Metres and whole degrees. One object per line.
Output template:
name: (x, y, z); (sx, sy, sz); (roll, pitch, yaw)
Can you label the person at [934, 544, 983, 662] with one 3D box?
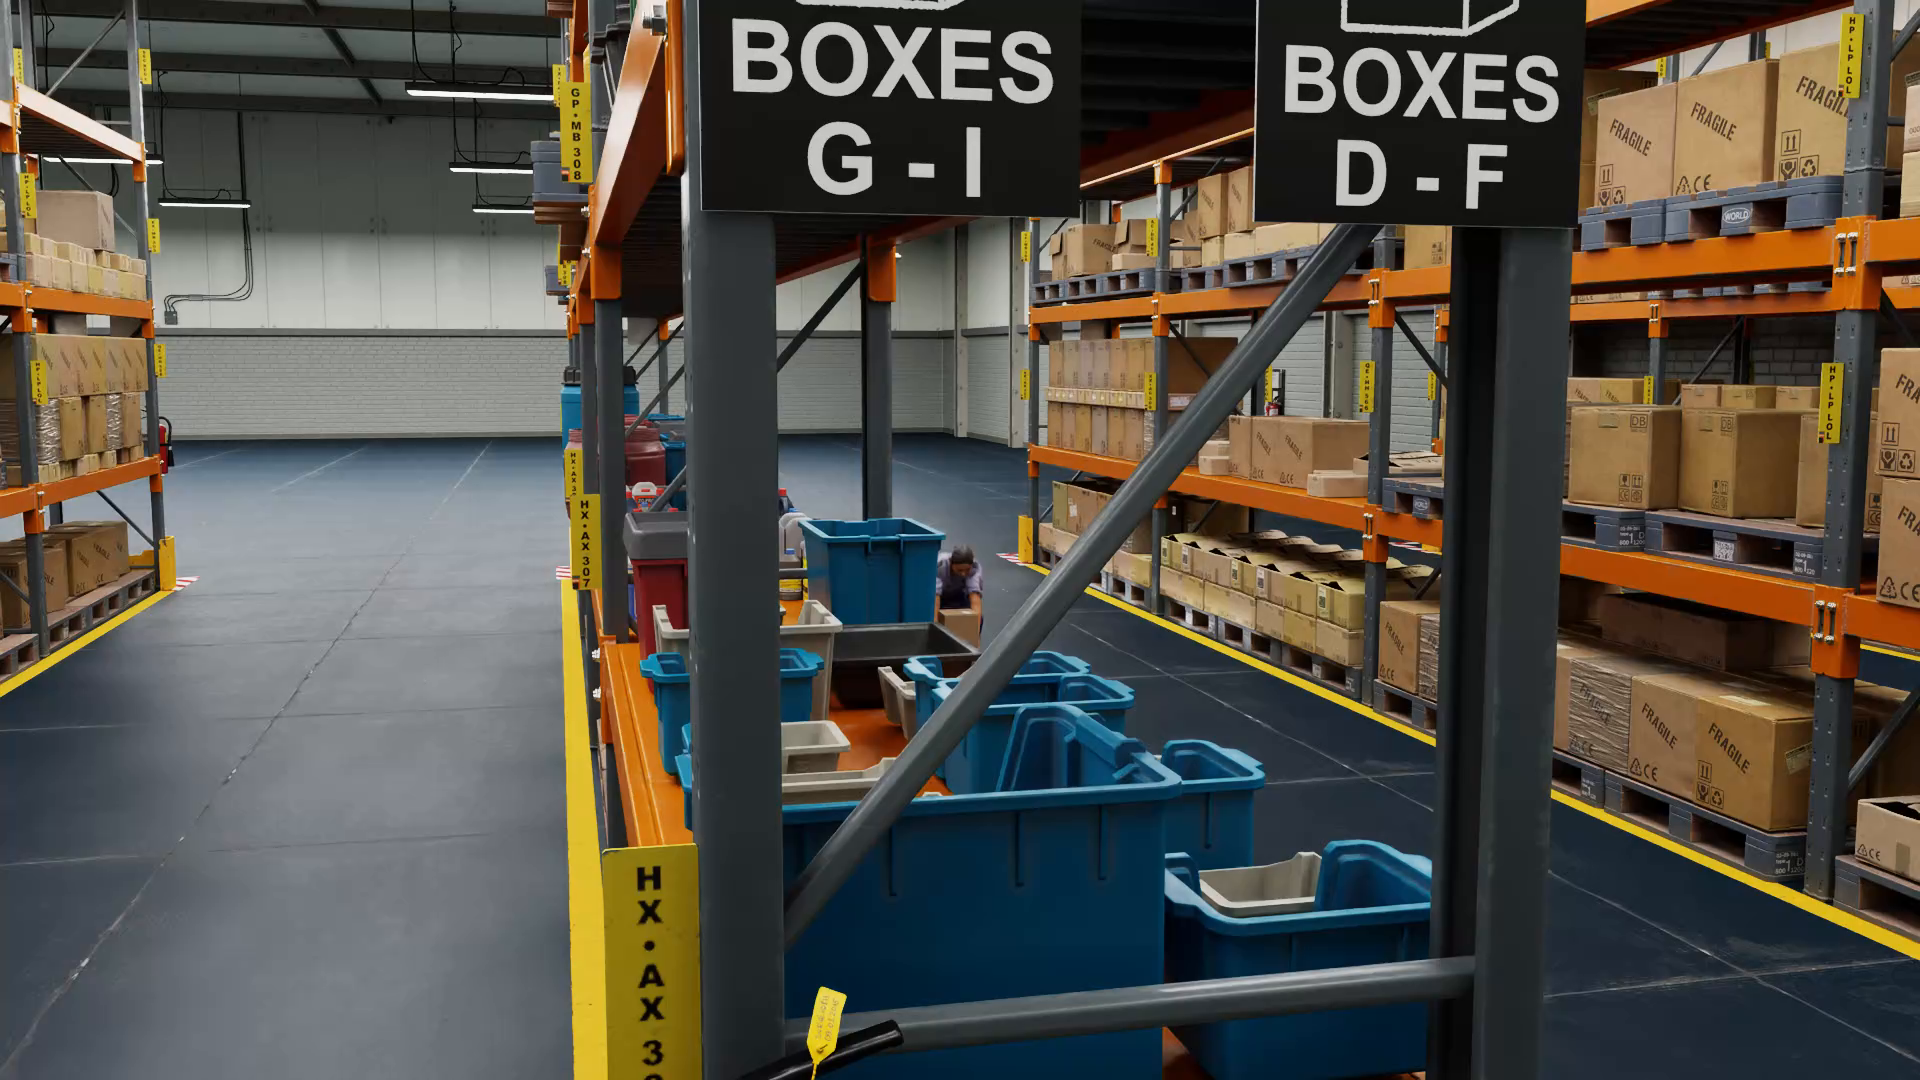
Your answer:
person: (-0.094, 0.469, 12.288); (0.509, 0.938, 0.861); (-2, 6, -15)
